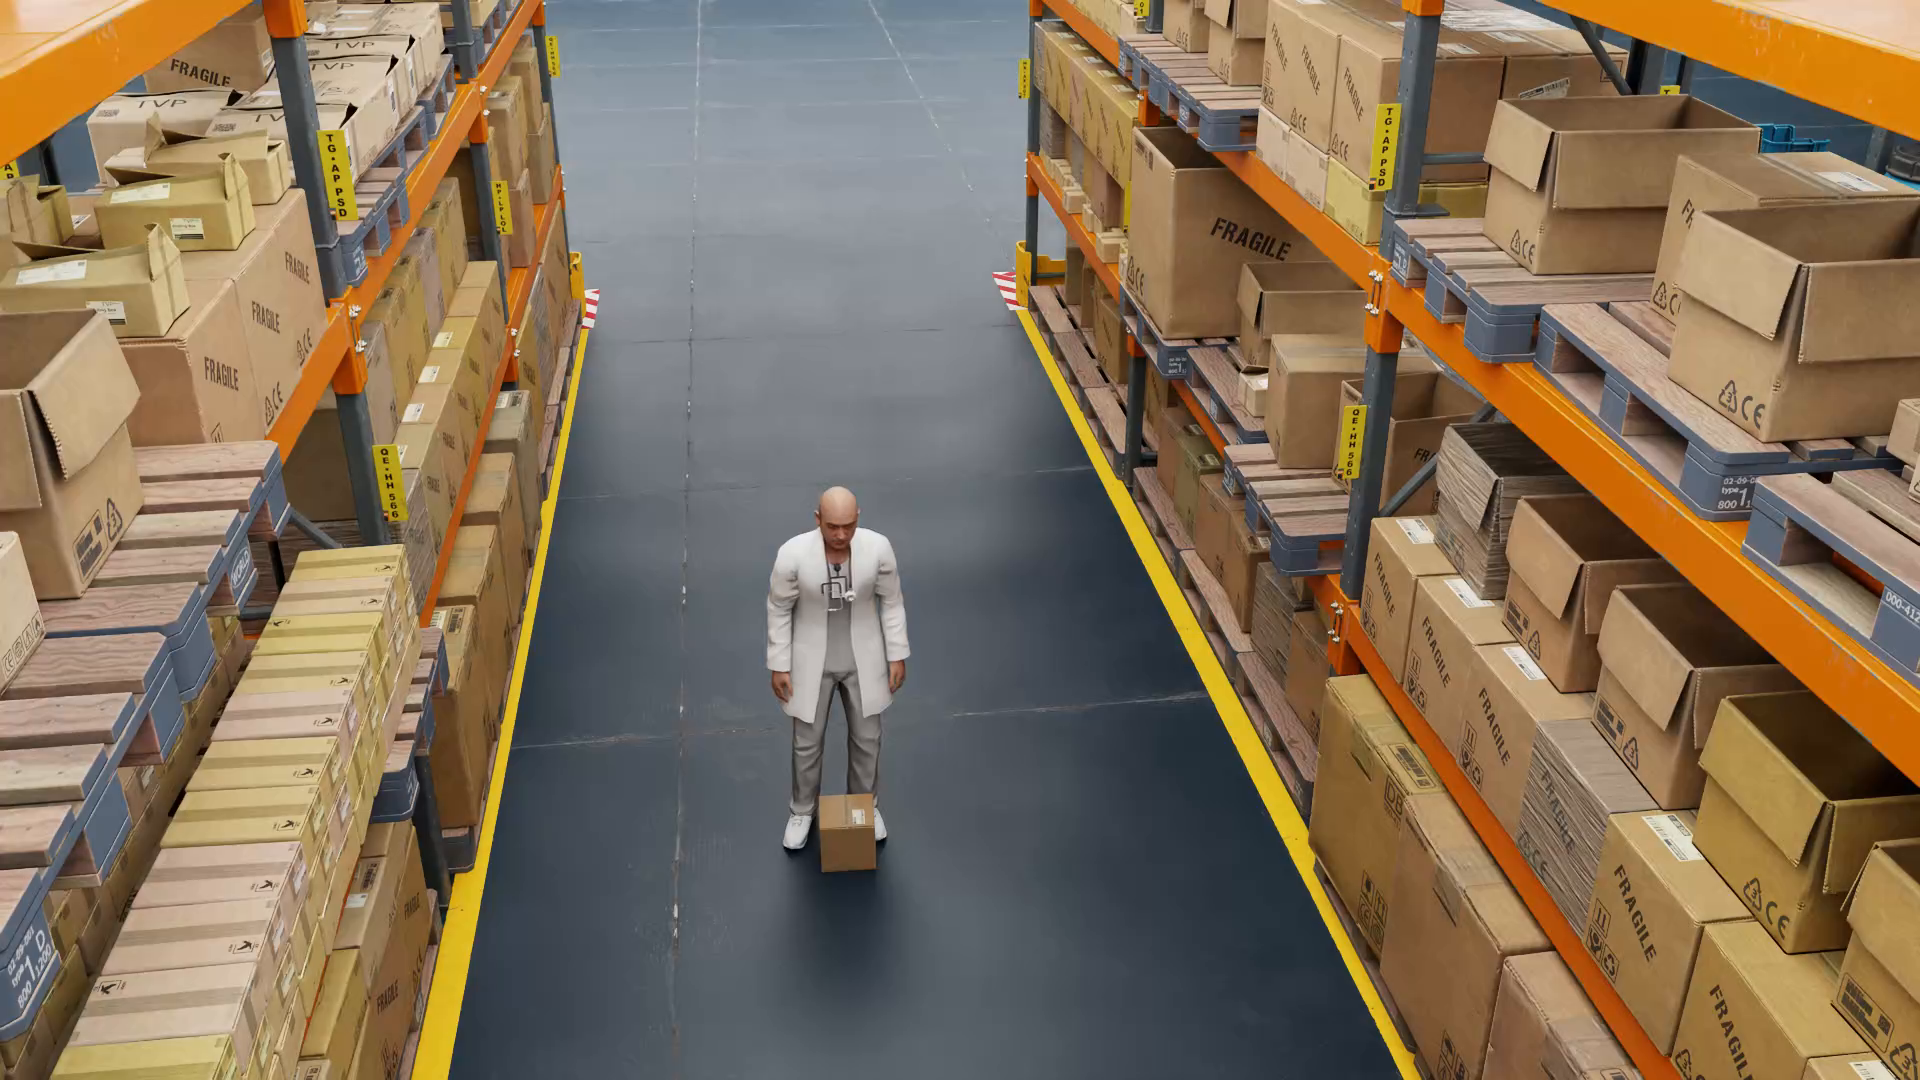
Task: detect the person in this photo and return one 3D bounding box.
[{"bbox_3d":[-0.551,0.557,7.530,0.656,1.774,0.417,-5,27,-9],"label":"person"}]
